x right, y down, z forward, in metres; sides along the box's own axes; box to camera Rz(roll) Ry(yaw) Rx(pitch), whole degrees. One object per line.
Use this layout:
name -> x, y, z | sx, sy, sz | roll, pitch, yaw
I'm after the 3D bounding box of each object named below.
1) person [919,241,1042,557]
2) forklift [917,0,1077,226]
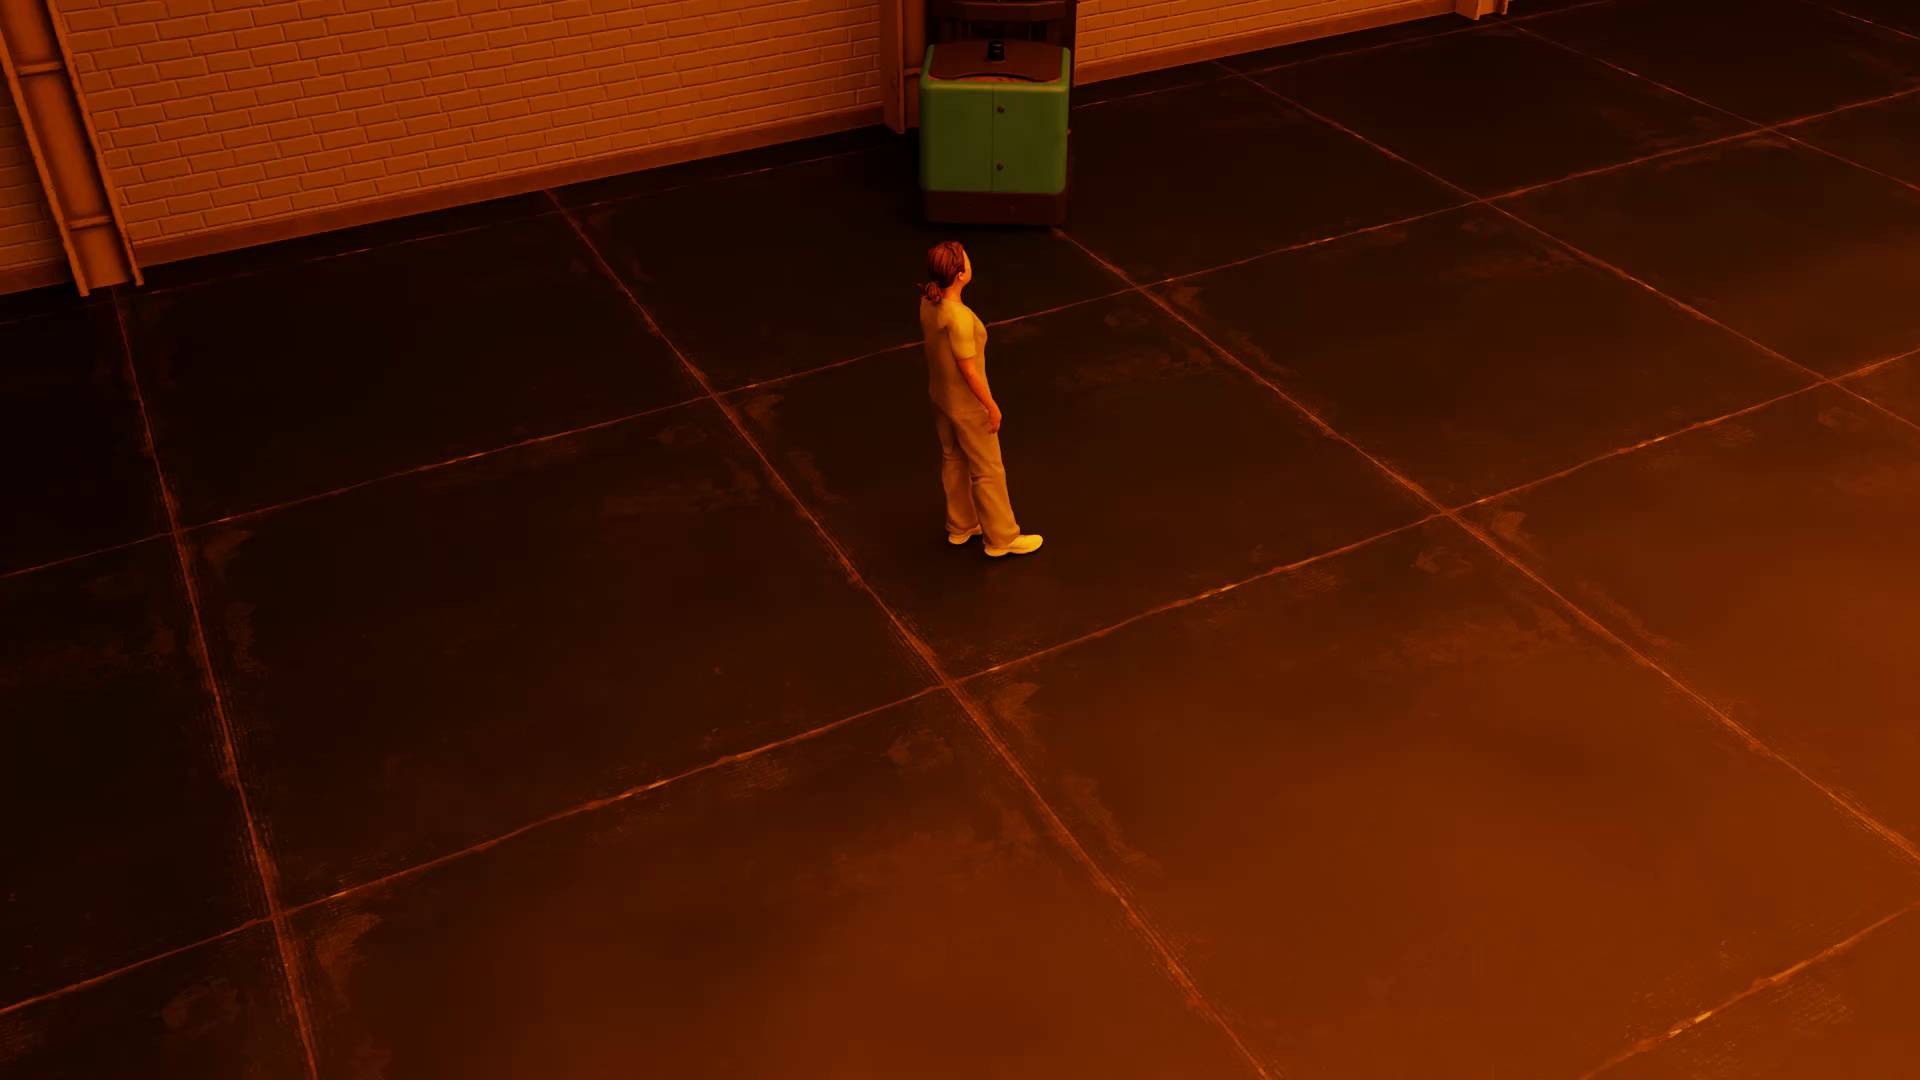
person -> 0.071, -0.703, 8.193 | 0.549, 1.675, 0.549 | -17, 39, -23
forklift -> 0.320, -4.225, 12.100 | 1.130, 2.935, 3.031 | 2, 35, 3
